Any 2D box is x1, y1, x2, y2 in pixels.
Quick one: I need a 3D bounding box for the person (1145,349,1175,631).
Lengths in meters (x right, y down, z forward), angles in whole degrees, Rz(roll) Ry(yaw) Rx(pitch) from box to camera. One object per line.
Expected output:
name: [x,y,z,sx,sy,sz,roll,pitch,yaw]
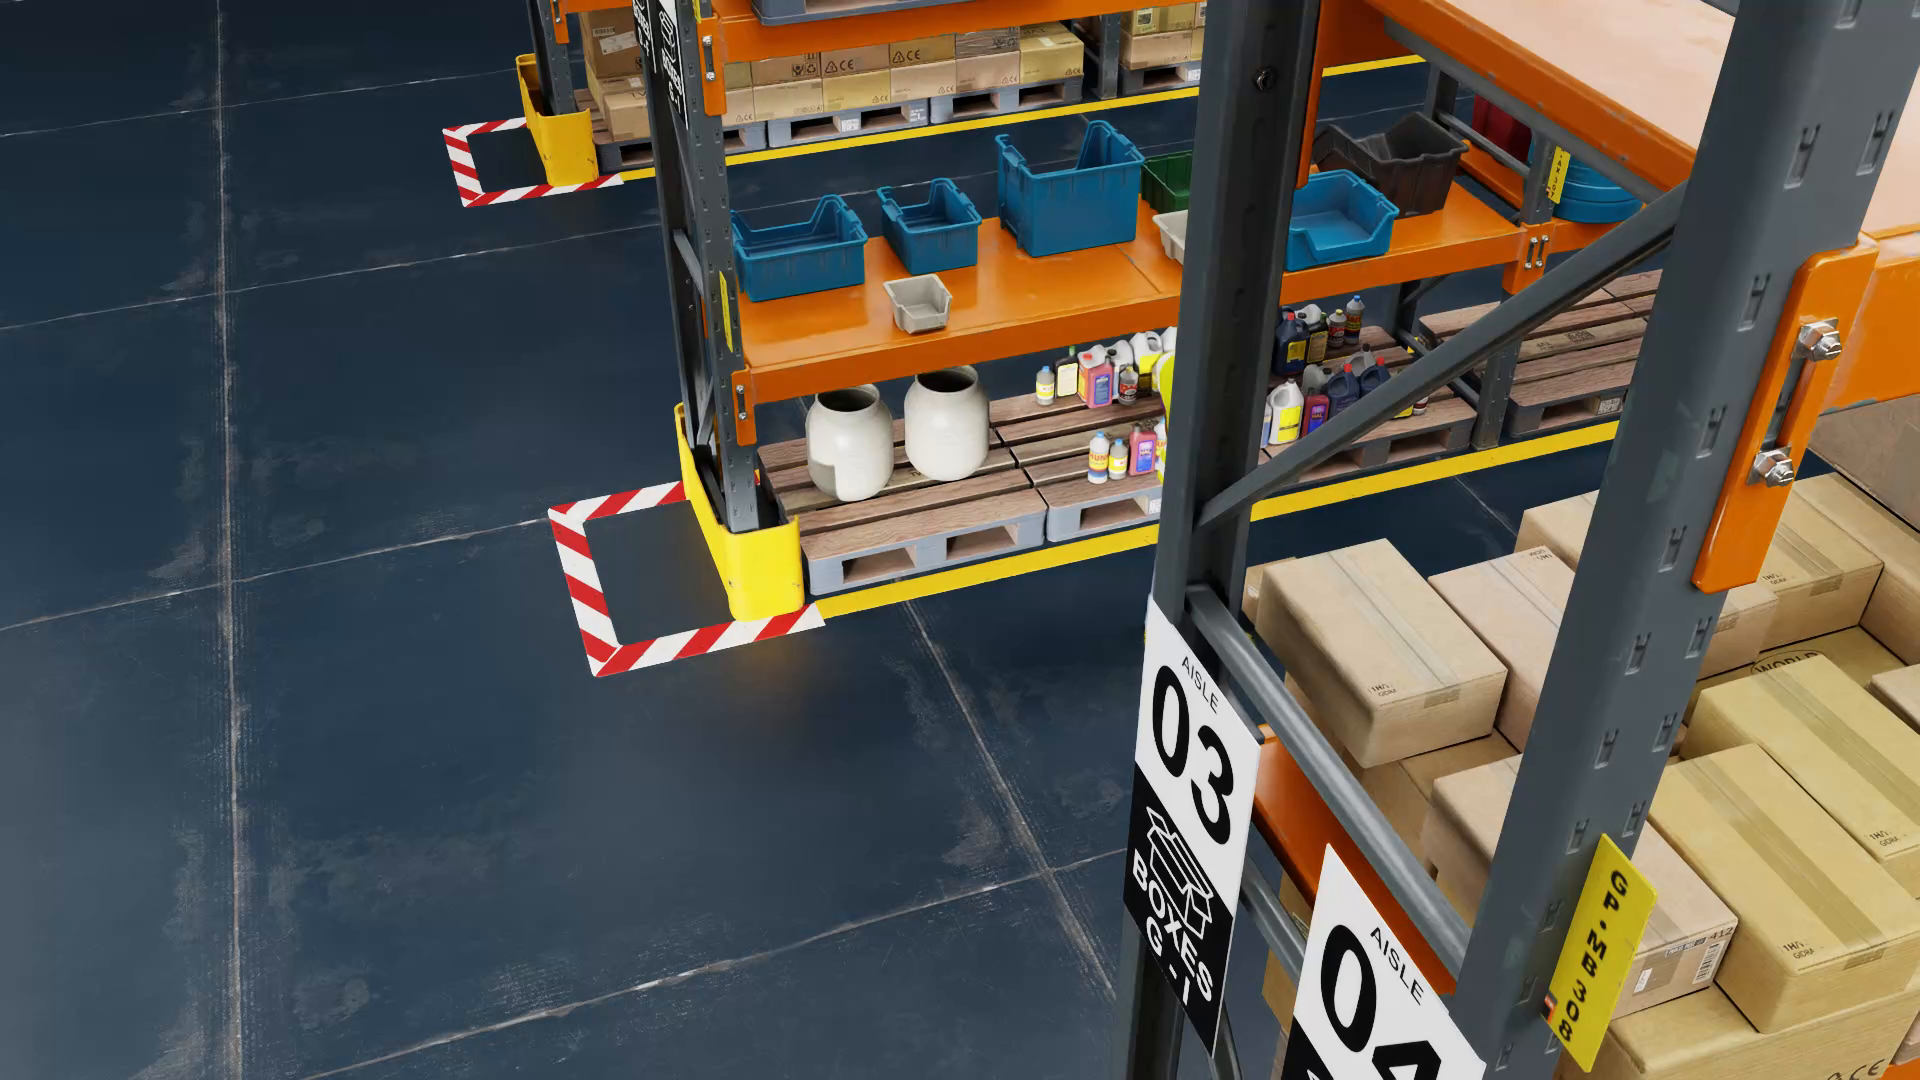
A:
person: [1.021,-0.235,7.073,0.366,1.762,0.565,-12,39,-15]
